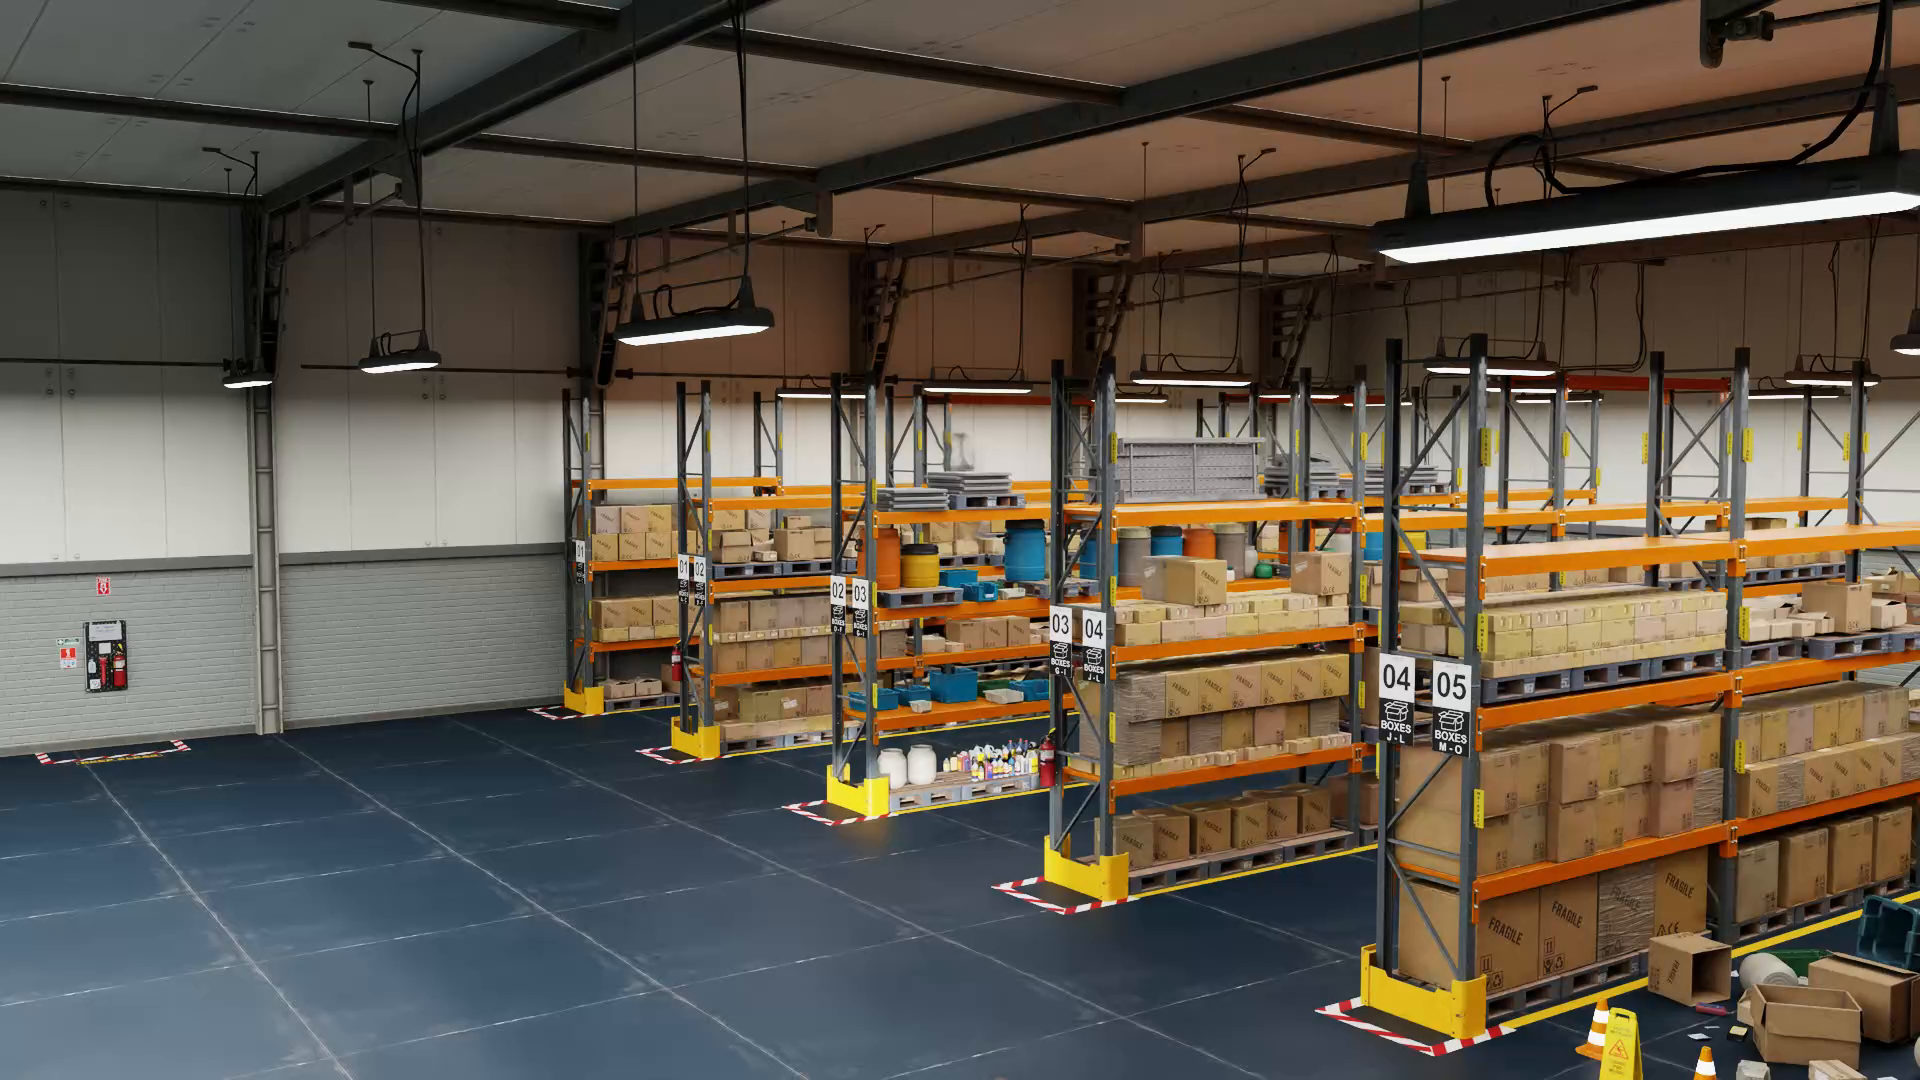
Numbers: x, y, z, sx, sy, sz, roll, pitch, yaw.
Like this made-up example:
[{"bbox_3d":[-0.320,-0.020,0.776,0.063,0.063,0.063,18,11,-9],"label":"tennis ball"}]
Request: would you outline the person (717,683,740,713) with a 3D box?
[{"bbox_3d":[-4.001,2.470,28.865,0.851,1.669,0.588,-3,5,-39],"label":"person"}]
